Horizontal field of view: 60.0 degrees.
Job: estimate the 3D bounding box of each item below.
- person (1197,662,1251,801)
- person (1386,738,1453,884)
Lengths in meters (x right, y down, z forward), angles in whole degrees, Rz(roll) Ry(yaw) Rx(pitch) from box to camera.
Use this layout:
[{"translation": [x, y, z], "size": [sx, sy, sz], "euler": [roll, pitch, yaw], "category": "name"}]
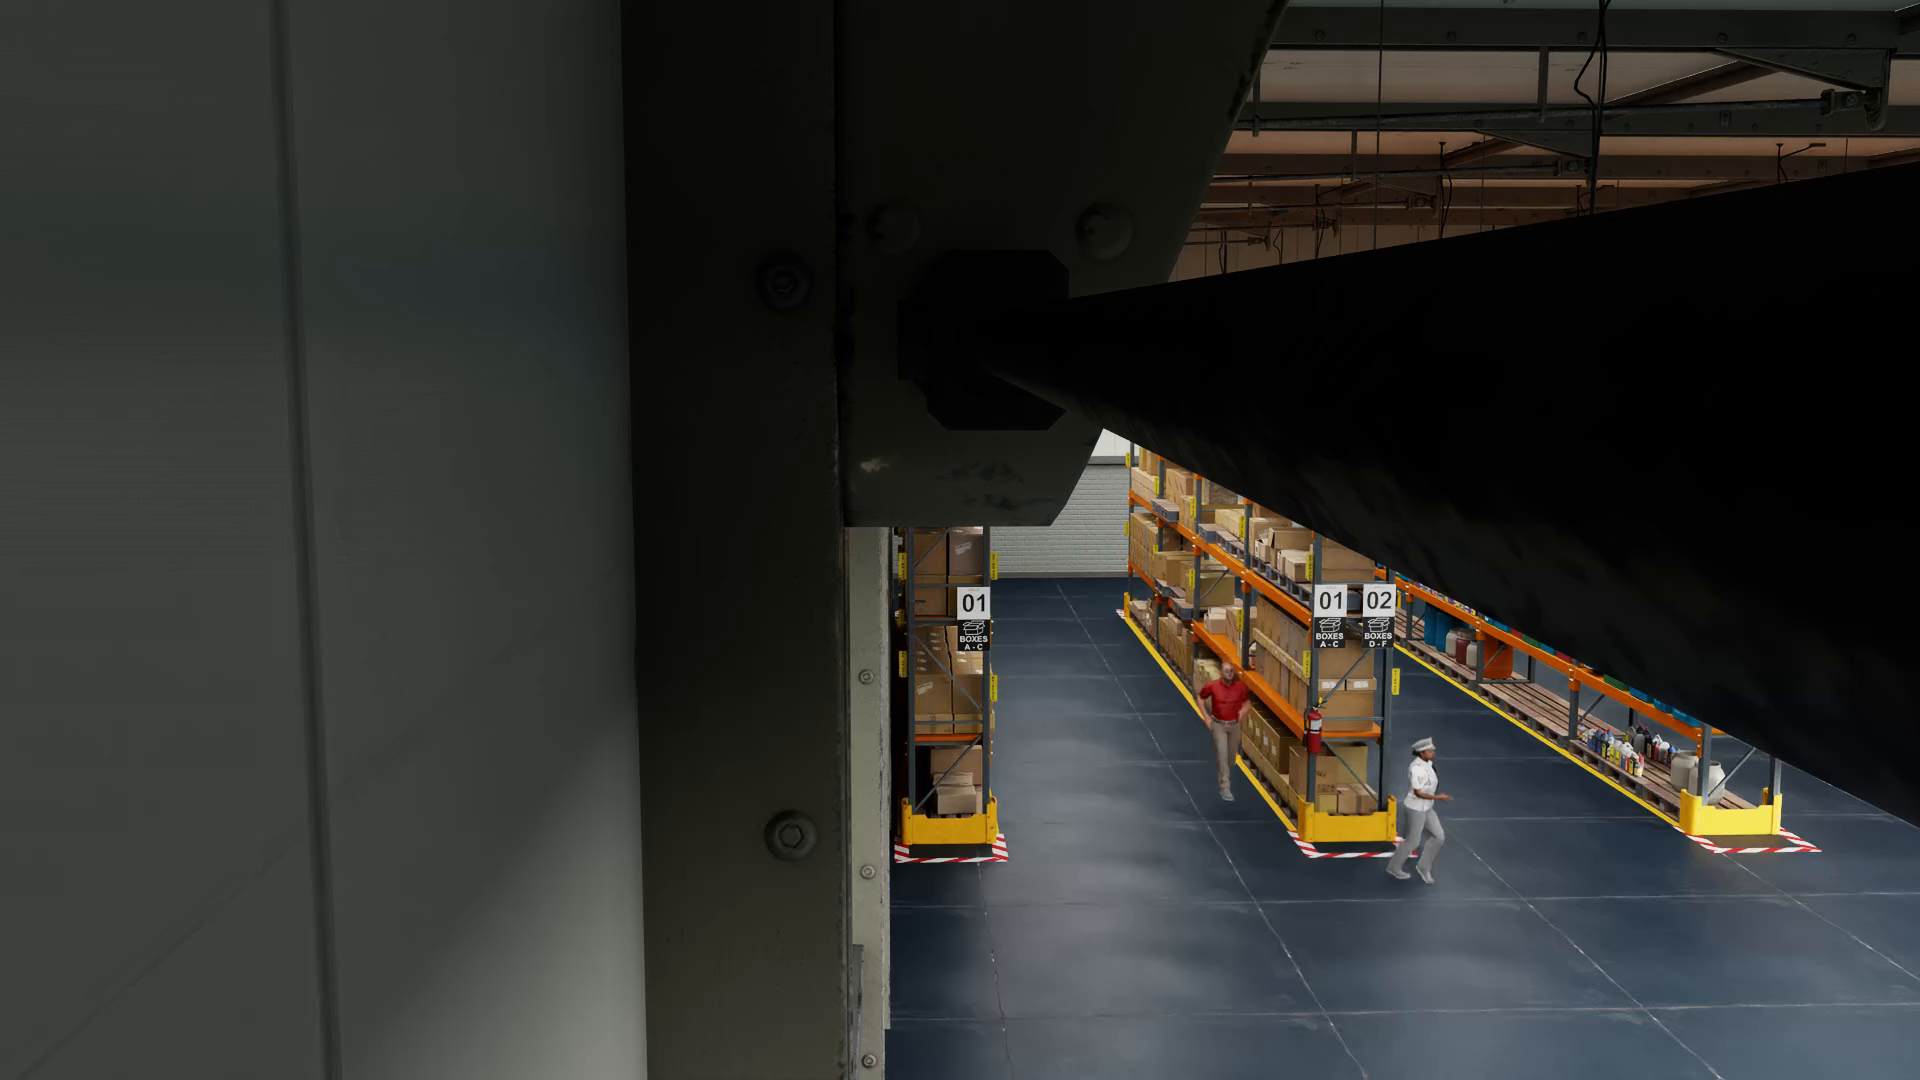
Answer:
[{"translation": [3.436, 2.460, 21.507], "size": [0.684, 1.784, 0.776], "euler": [-1, 7, -9], "category": "person"}, {"translation": [5.261, 3.095, 18.966], "size": [0.719, 1.754, 0.593], "euler": [5, 9, 32], "category": "person"}]
